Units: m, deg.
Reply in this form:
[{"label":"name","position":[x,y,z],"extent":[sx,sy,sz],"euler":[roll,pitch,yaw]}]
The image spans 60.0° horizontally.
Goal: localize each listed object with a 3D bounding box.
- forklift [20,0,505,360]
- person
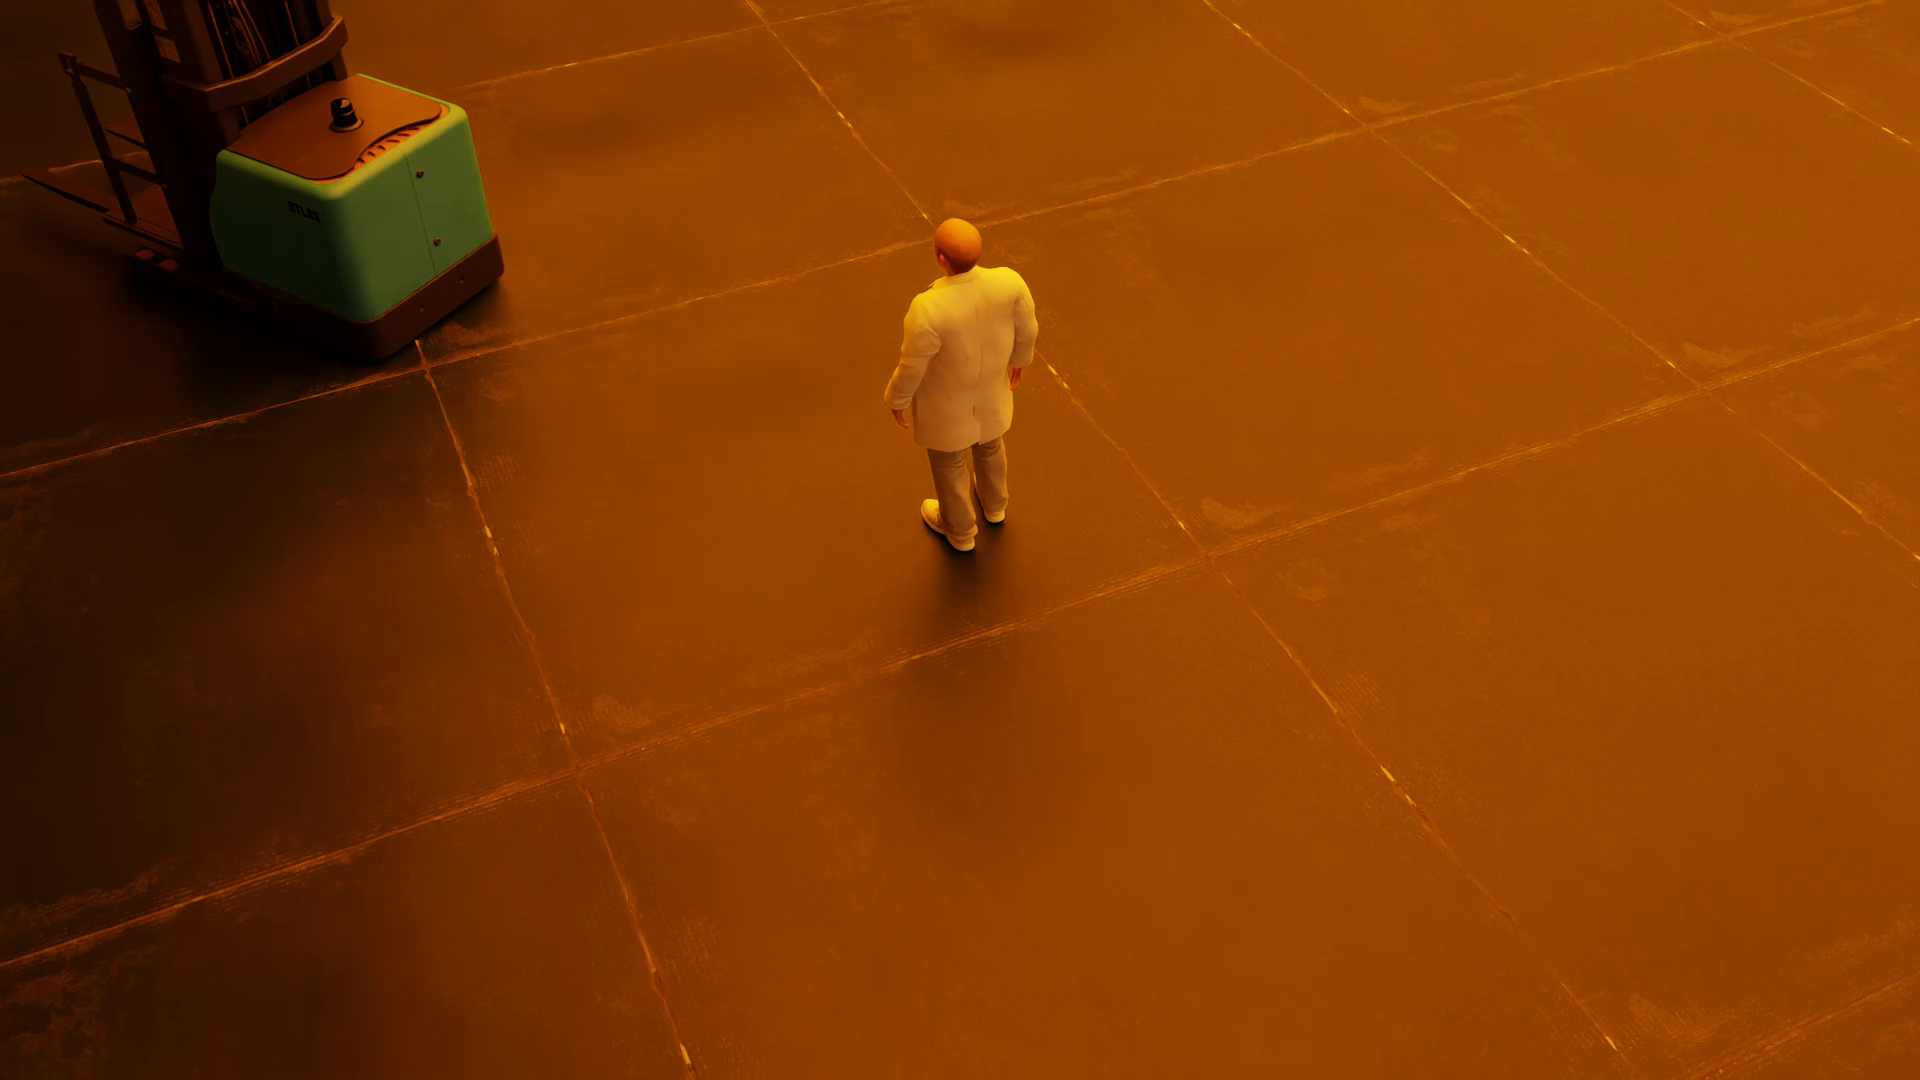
[{"label":"forklift","position":[-4.092,-2.766,8.644],"extent":[3.031,2.935,1.130],"euler":[22,47,22]},{"label":"person","position":[-0.034,-0.712,7.278],"extent":[0.696,1.776,0.581],"euler":[-18,46,-18]}]
